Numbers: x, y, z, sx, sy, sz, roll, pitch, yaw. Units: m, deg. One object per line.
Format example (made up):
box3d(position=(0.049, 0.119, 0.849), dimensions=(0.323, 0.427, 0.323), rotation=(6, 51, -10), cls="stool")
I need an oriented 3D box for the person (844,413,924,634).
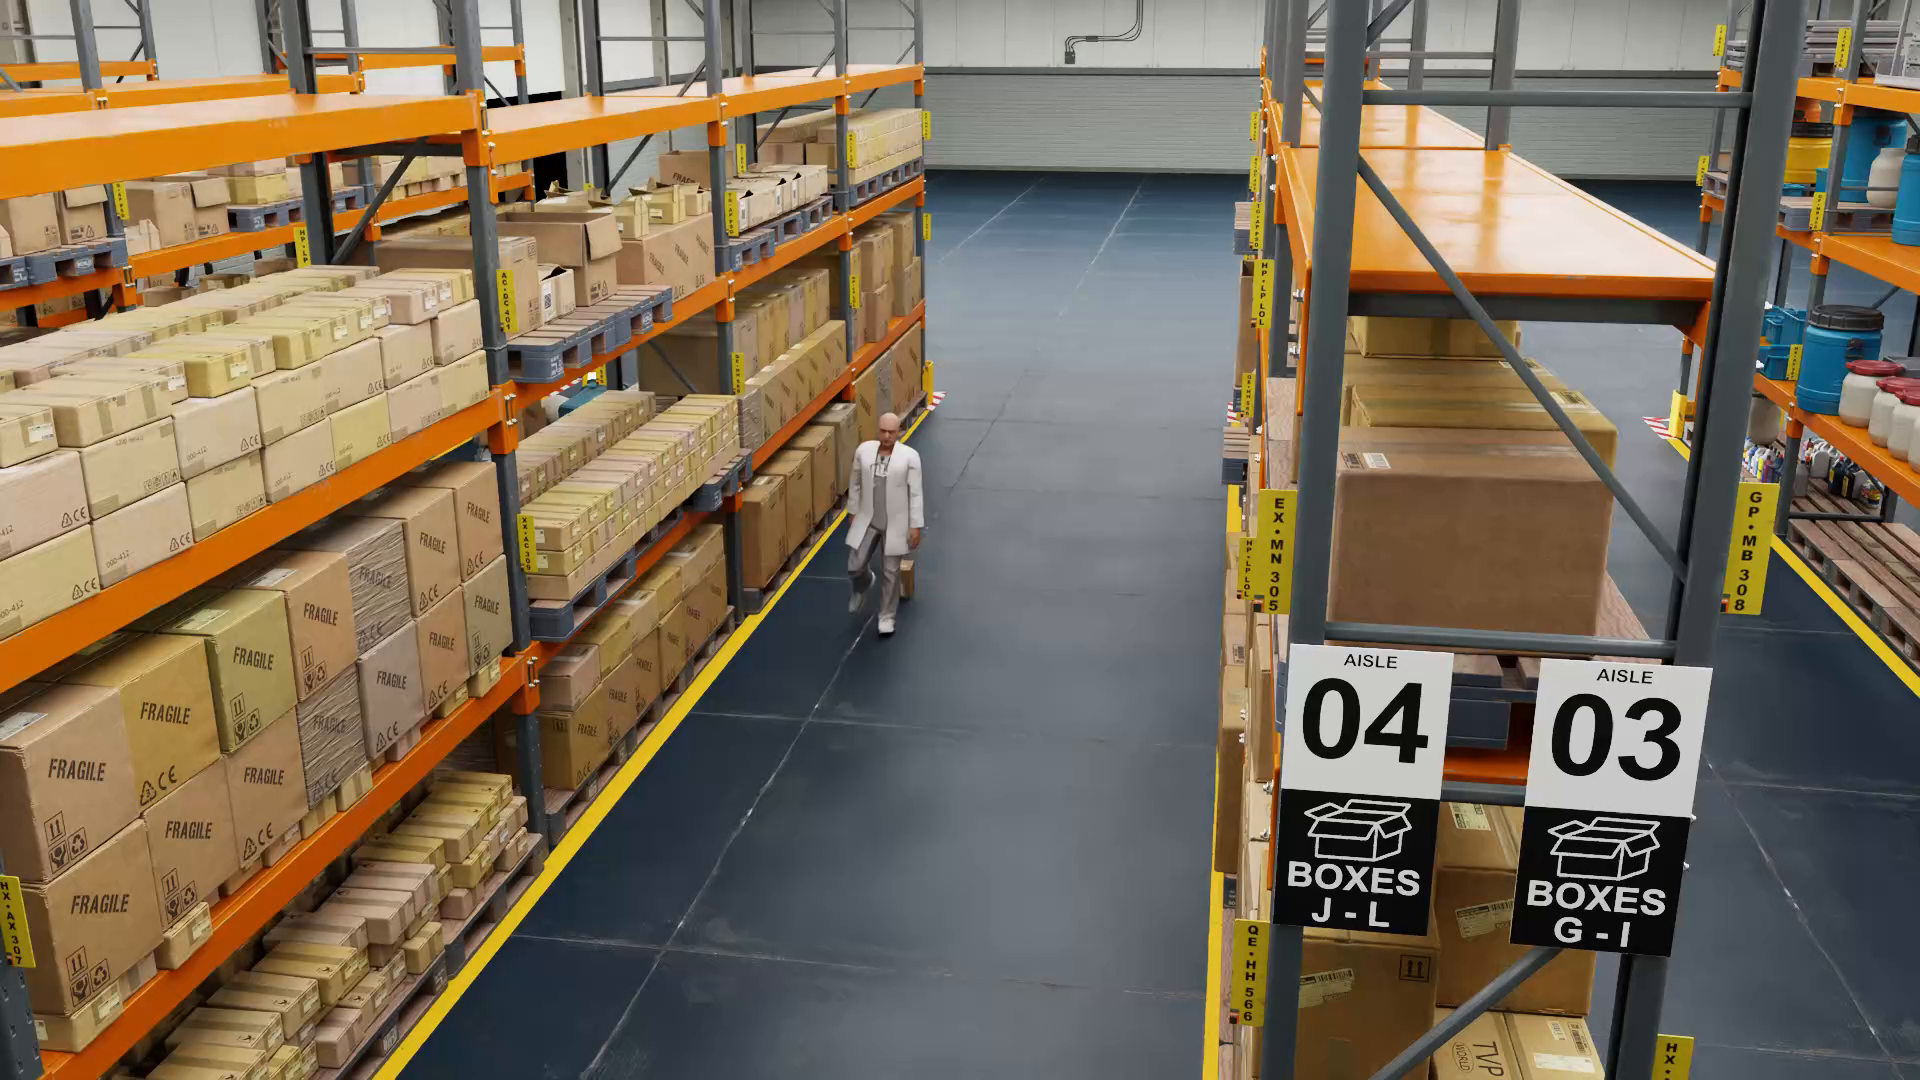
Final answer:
box3d(position=(-0.597, -0.156, 13.054), dimensions=(0.677, 1.771, 0.594), rotation=(3, 18, 9), cls="person")
